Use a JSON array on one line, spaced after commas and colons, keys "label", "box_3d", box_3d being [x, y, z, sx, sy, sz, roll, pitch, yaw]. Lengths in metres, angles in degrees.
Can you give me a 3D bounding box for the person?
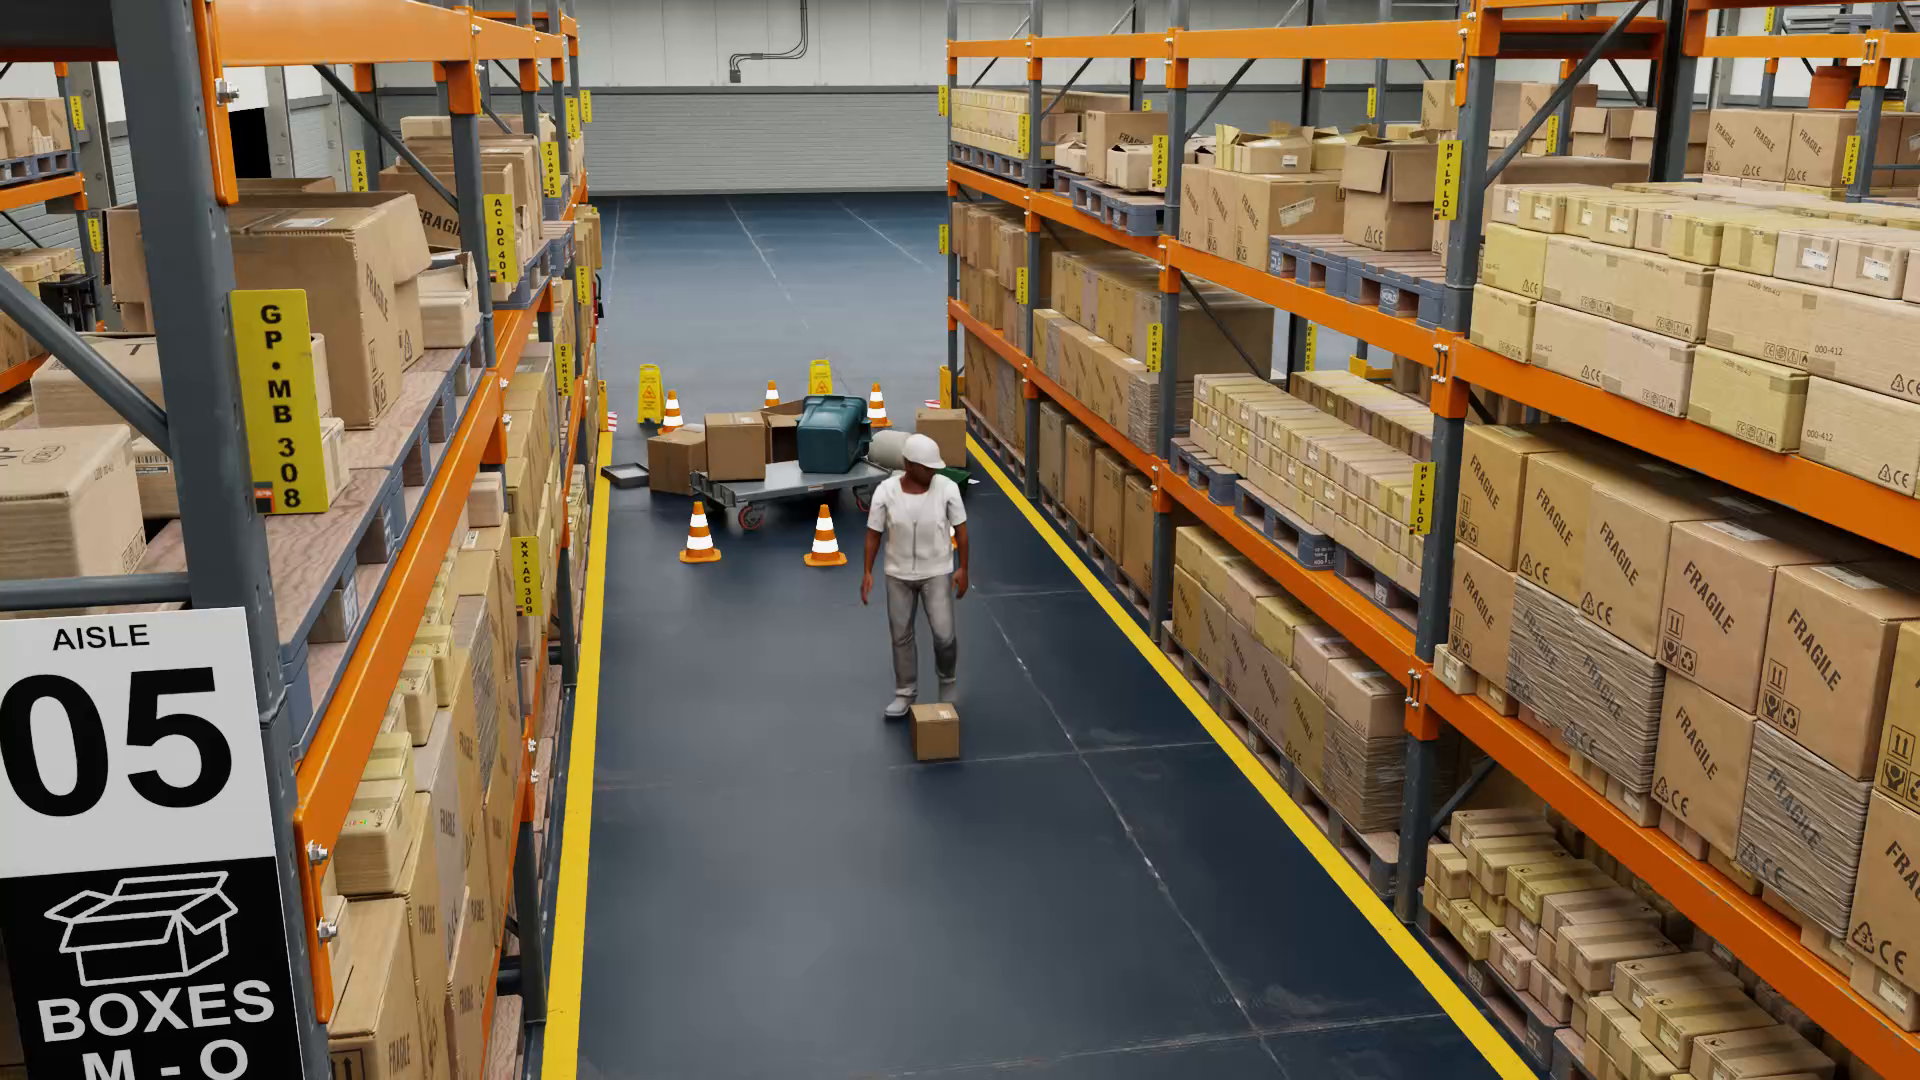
[{"label": "person", "box_3d": [-0.274, 0.217, 10.163, 0.628, 1.768, 0.467, 3, 16, 9]}]
